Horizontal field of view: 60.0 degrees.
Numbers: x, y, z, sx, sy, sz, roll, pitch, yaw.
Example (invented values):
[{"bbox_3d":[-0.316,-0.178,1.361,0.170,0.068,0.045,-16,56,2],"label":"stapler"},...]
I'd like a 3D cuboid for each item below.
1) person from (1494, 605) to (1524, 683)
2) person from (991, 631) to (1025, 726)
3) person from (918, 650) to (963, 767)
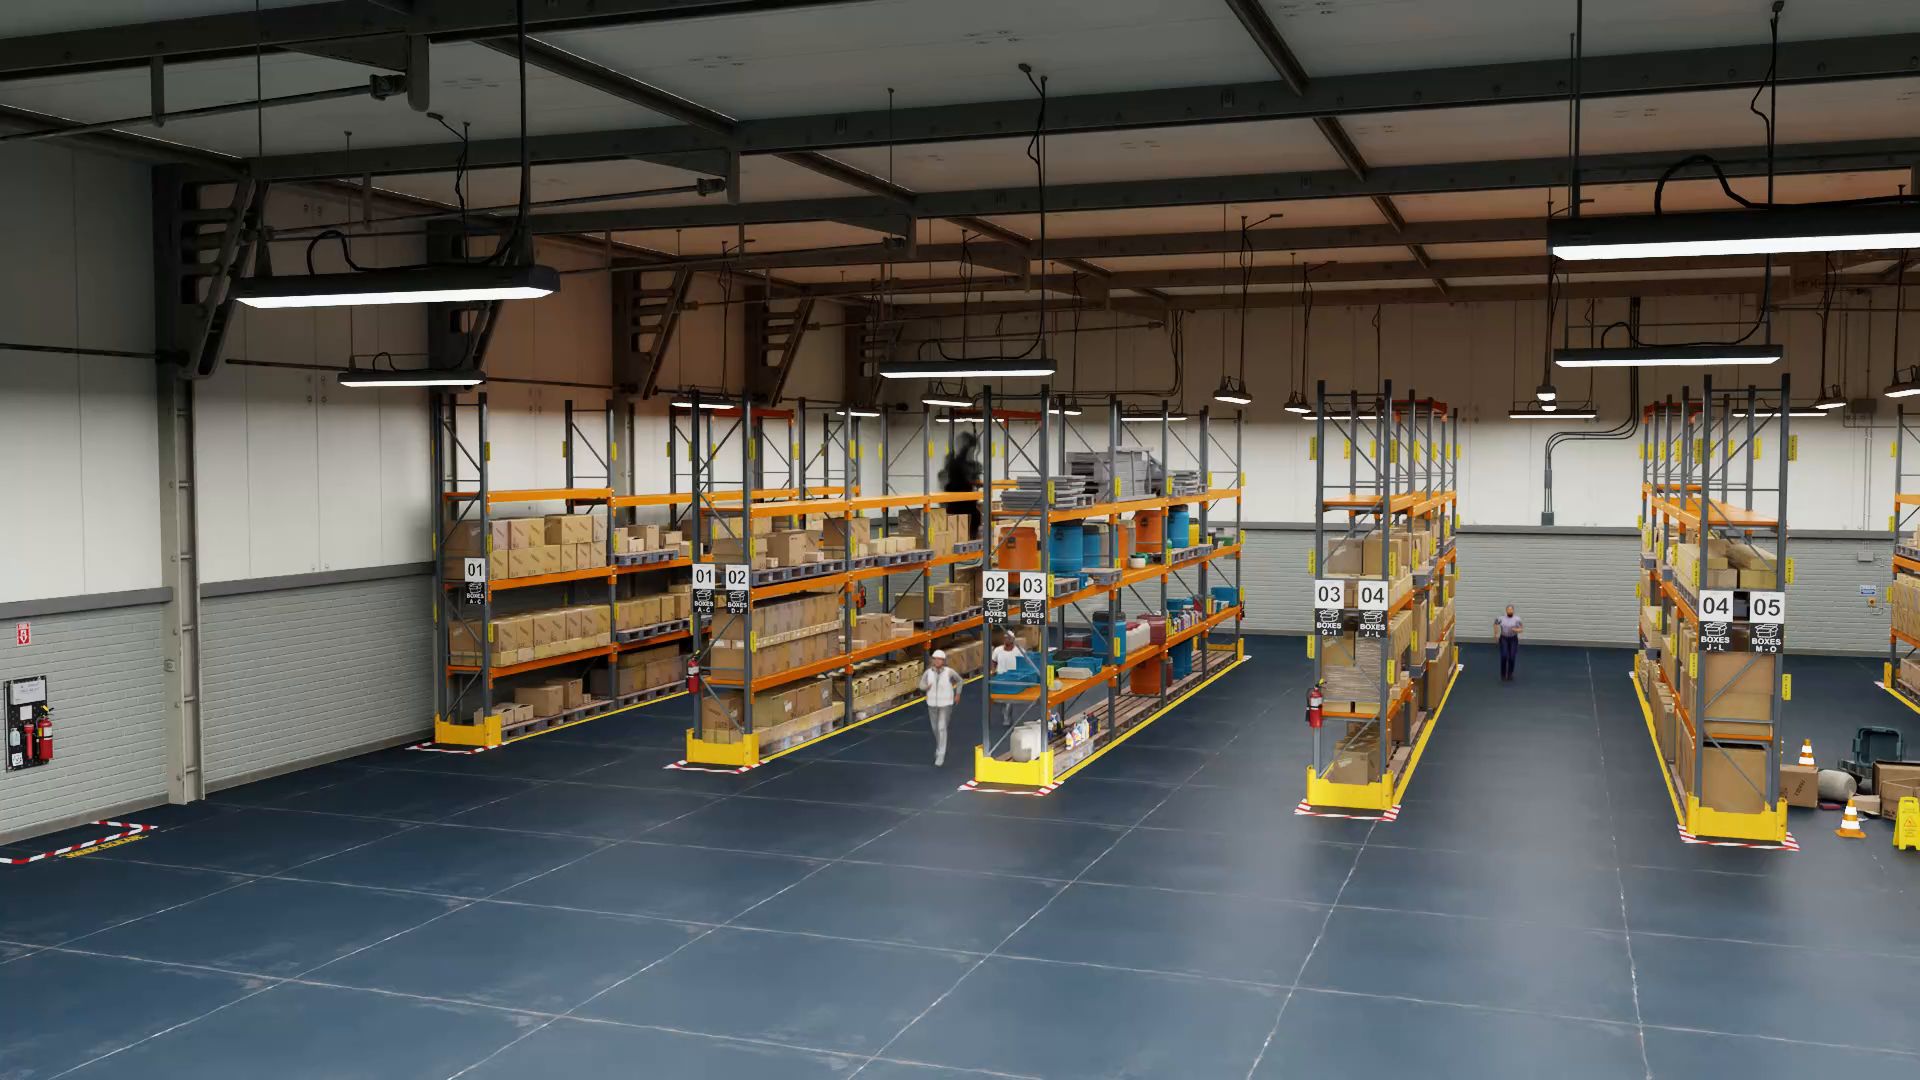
[{"bbox_3d":[11.972,2.261,36.272,0.592,1.711,0.698,1,3,12],"label":"person"},{"bbox_3d":[0.876,2.525,30.399,0.714,1.722,0.592,1,3,13],"label":"person"},{"bbox_3d":[-0.326,2.677,26.812,0.658,1.828,0.828,1,3,18],"label":"person"}]
